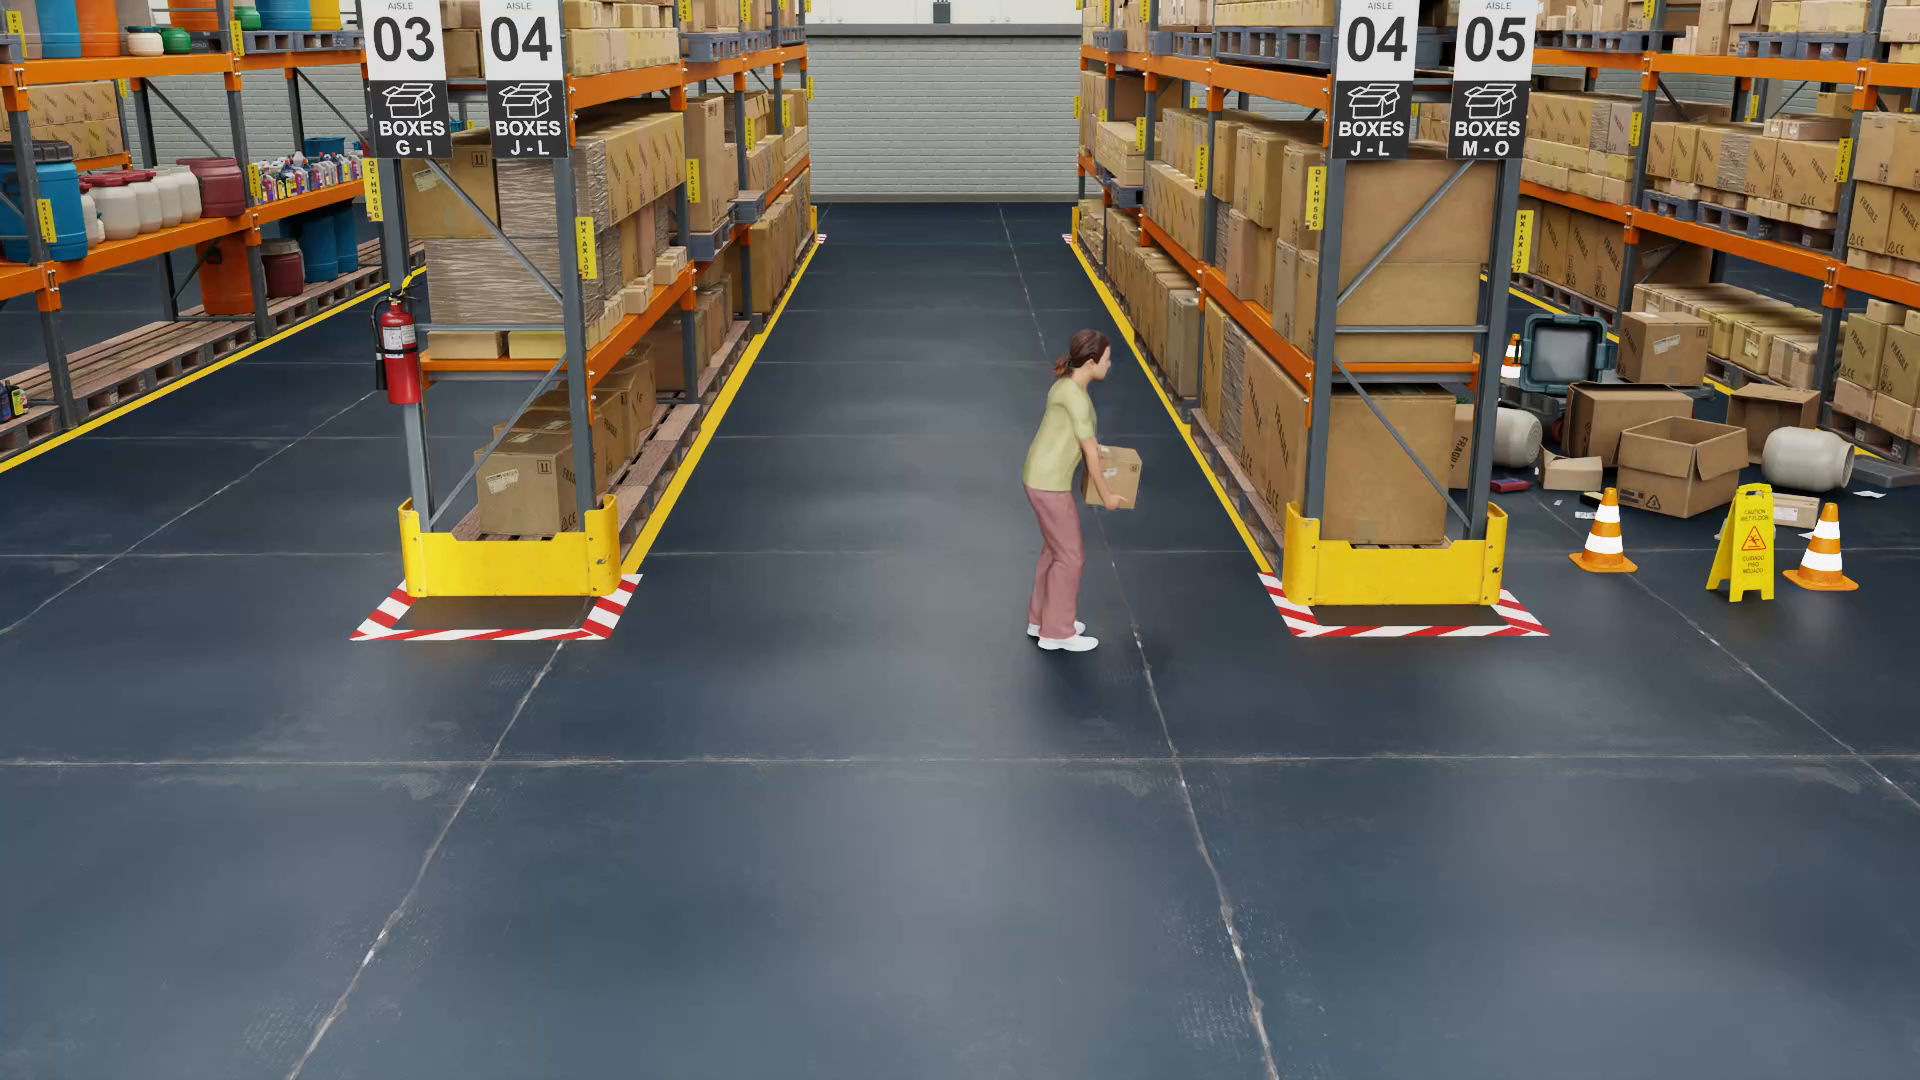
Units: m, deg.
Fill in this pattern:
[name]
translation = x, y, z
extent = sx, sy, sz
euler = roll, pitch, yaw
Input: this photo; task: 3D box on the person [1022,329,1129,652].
[person]
translation = 0.577, -0.256, 8.438
extent = 0.527, 1.644, 0.406
euler = -1, 17, -2
